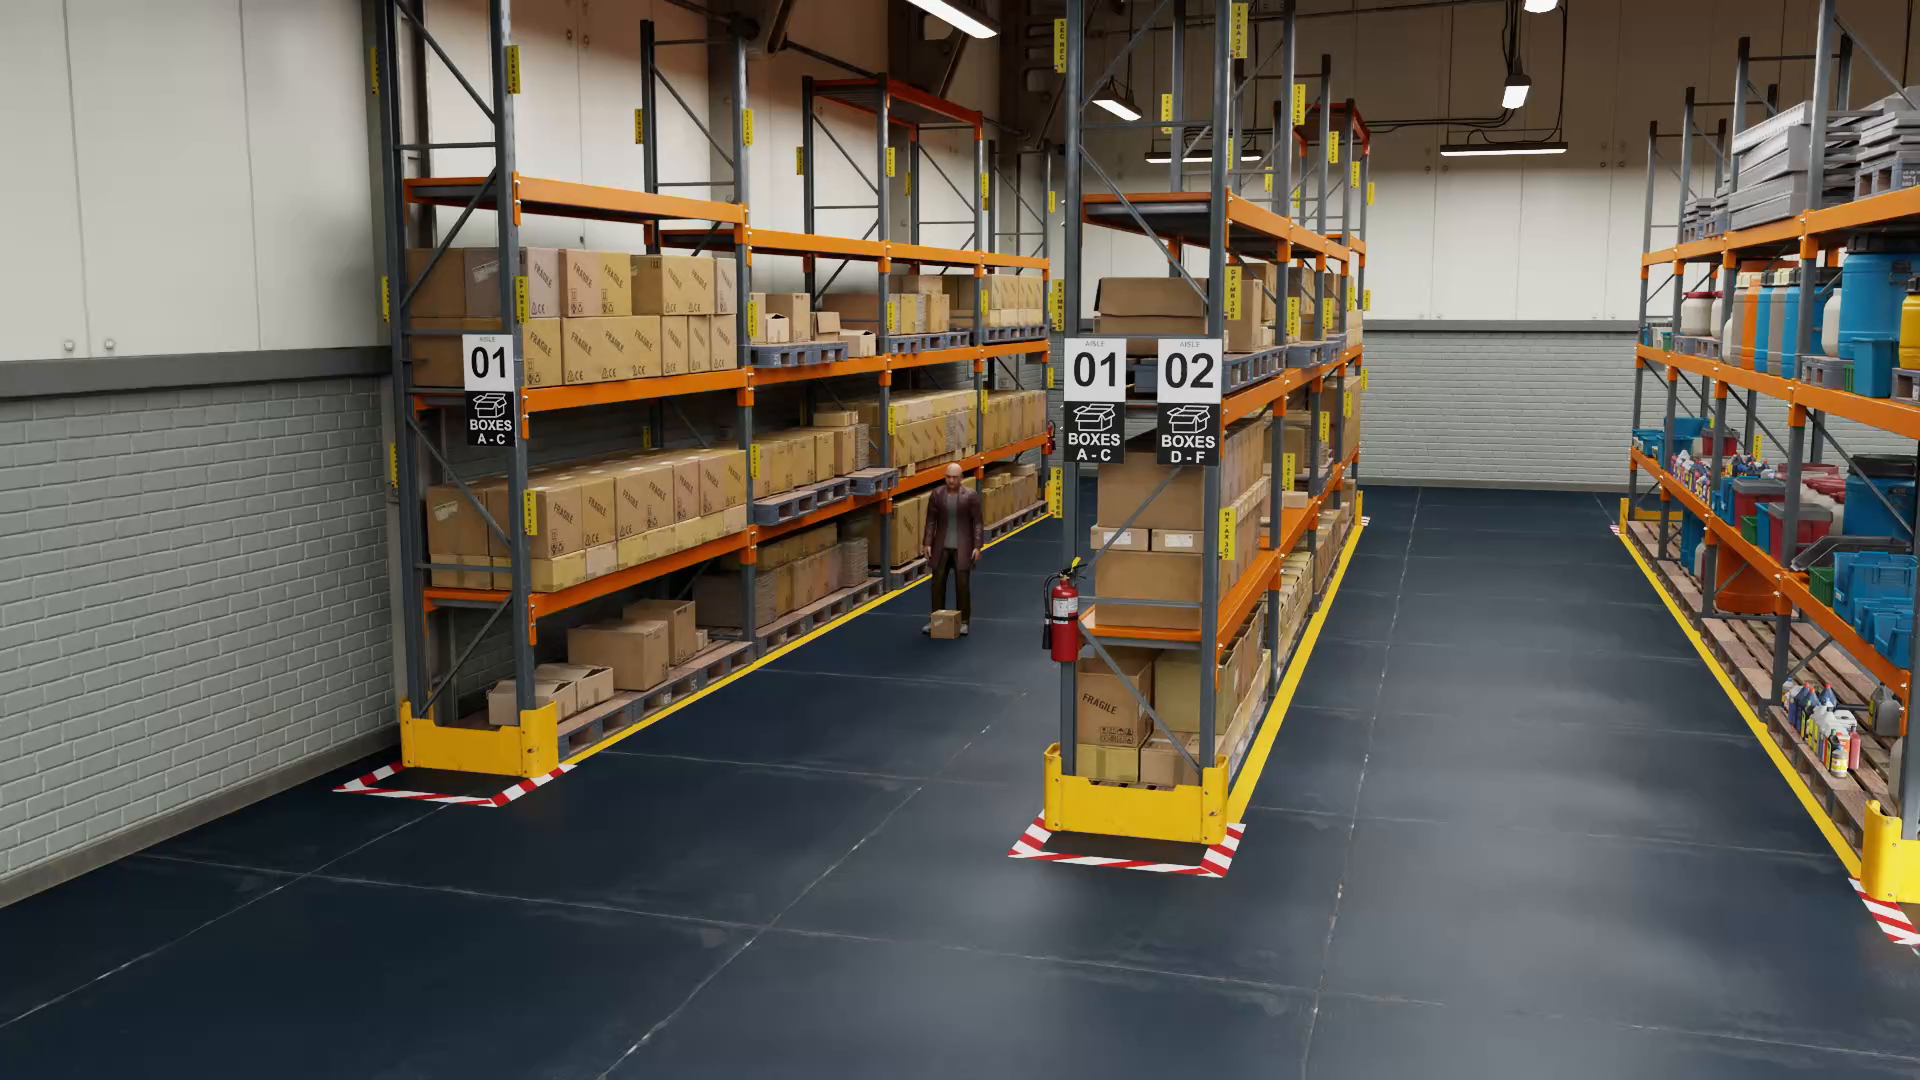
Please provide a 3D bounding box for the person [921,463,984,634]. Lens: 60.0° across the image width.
[{"bbox_3d":[-0.070,0.083,17.301,0.656,1.774,0.417,2,8,14],"label":"person"}]
